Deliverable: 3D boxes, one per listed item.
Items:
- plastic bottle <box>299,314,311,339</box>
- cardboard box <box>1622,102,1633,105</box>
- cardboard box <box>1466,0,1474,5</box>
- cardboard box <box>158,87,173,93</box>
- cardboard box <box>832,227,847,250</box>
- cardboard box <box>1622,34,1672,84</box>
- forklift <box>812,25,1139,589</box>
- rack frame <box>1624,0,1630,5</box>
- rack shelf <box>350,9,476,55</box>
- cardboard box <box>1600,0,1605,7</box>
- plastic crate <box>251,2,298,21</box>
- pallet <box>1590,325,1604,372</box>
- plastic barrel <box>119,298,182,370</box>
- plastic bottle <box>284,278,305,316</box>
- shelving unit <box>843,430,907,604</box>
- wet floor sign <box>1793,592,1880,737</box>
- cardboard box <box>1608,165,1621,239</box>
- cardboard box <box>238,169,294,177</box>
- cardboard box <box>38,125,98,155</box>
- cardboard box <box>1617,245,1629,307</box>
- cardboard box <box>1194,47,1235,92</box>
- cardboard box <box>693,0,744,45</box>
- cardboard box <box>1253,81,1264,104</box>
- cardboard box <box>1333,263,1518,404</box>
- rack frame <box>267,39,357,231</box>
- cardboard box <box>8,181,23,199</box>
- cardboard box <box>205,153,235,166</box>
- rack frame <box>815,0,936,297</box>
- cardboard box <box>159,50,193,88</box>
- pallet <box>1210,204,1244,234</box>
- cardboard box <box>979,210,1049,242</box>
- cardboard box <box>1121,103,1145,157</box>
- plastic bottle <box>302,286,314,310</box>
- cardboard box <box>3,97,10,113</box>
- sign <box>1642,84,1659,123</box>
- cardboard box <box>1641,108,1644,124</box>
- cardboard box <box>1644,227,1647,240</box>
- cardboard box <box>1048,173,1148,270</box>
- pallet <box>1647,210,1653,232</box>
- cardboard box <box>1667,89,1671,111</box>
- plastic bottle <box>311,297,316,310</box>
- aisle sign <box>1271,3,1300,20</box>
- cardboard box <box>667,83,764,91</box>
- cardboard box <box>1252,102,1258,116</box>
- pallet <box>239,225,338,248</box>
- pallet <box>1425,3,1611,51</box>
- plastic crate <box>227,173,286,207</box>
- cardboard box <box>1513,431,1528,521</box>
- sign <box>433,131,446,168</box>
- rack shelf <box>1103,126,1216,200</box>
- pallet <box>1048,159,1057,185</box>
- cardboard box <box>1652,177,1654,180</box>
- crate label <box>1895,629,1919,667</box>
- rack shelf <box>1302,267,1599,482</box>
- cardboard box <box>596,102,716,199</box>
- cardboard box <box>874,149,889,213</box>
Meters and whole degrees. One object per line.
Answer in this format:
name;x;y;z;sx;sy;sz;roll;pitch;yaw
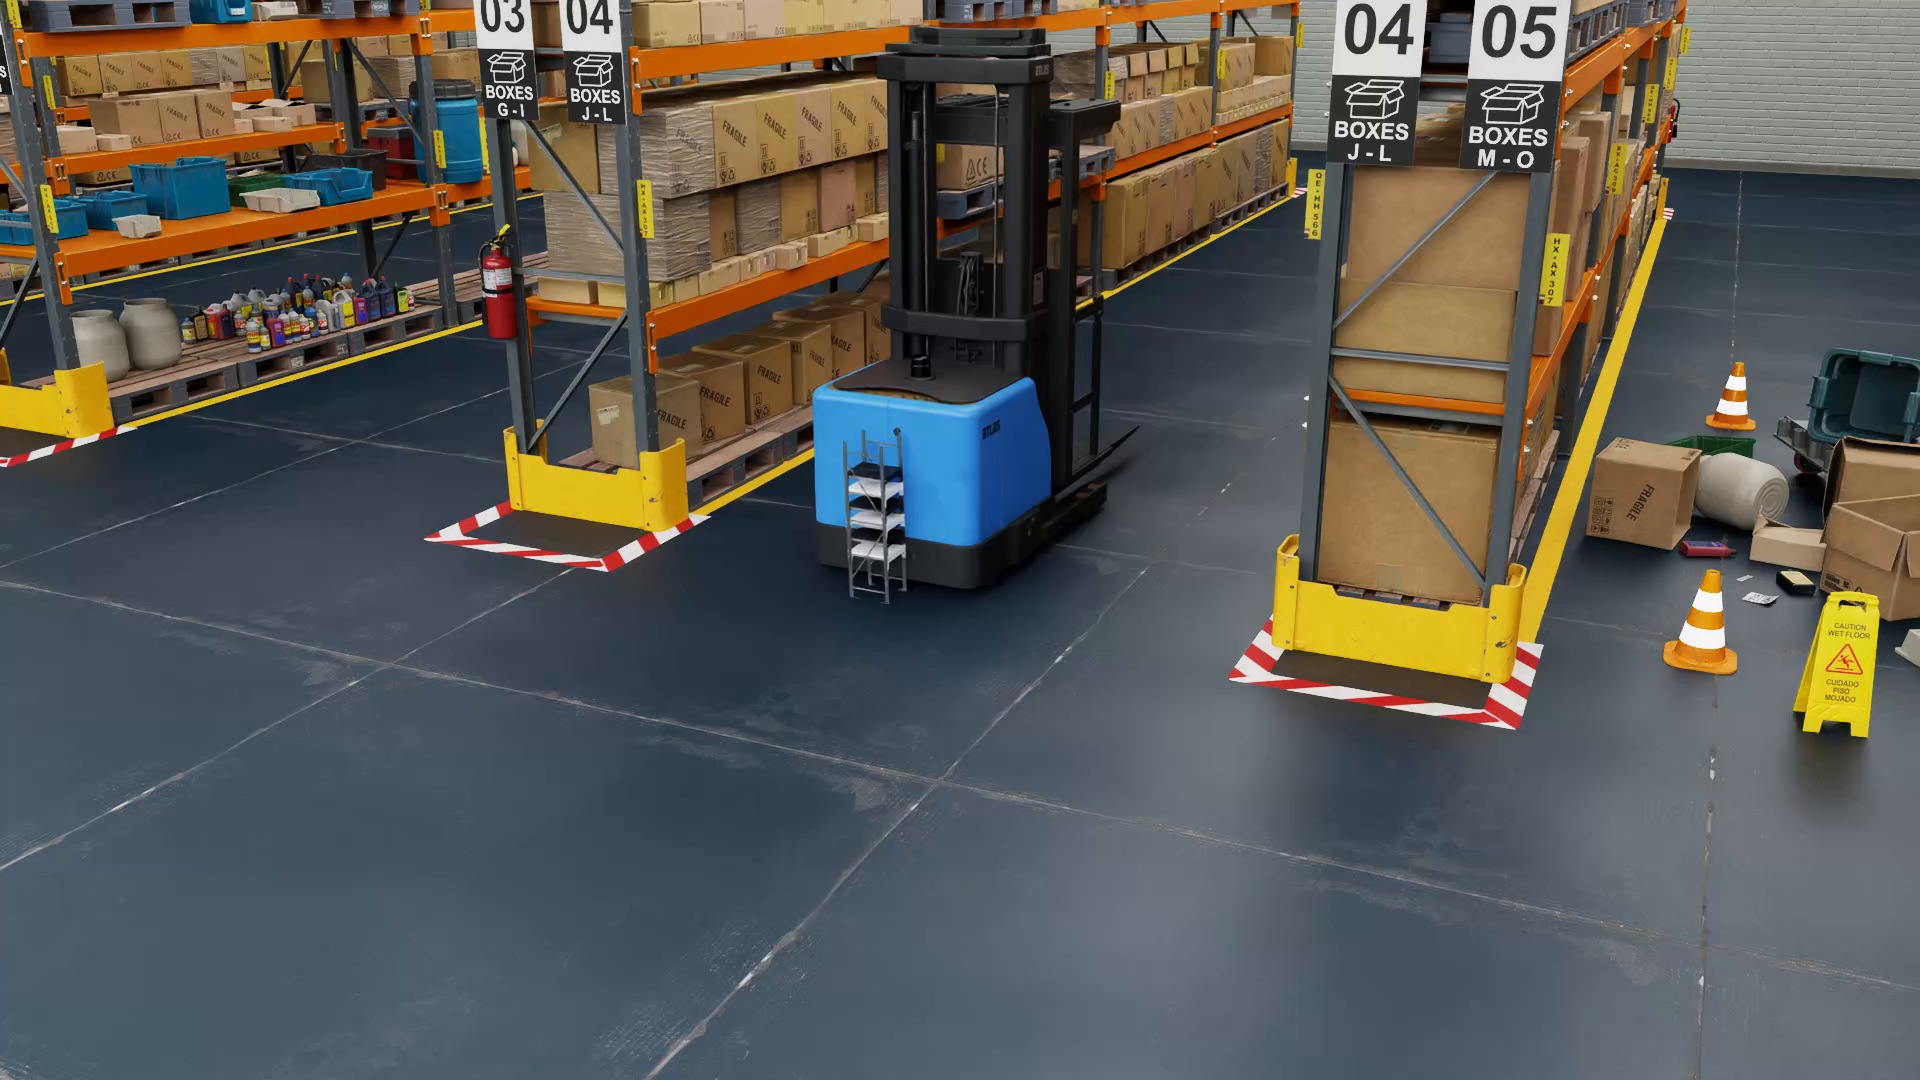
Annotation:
plastic bottle;-5.572;-1.811;14.103;0.097;0.201;0.097;0;20;0
cardboard box;6.253;-4.094;15.865;0.380;0.149;0.250;10;22;25
cardboard box;2.529;-2.930;8.853;0.380;0.149;0.250;9;21;23
cardboard box;-11.619;-6.480;24.058;0.380;0.149;0.250;9;21;23
cardboard box;-1.041;-2.188;12.020;0.380;0.149;0.250;9;21;23
cardboard box;7.502;-5.285;18.267;0.500;0.500;0.500;9;22;24
forklift;0.277;-1.569;10.008;1.130;2.935;3.031;9;22;25
rack frame;3.819;-4.903;10.325;1.000;3.000;0.127;9;21;23
rack shelf;-4.364;-5.153;16.579;1.077;0.370;4.000;9;21;23
cardboard box;3.131;-2.840;8.601;0.380;0.149;0.250;8;21;22
plastic crate;-5.471;-4.210;13.248;0.243;0.136;0.396;9;21;23
pallet;5.066;-1.755;14.588;1.003;0.211;1.213;9;21;23
plastic barrel;-6.416;-1.635;13.176;0.421;0.512;0.421;0;20;0
plastic bottle;-5.969;-2.179;14.916;0.144;0.351;0.185;8;21;20
shelving unit;-0.456;-0.122;8.956;0.258;0.900;0.210;9;24;24
wet floor sign;3.976;0.536;7.498;0.267;0.644;0.232;5;20;13
cardboard box;4.693;-2.554;12.525;0.500;0.500;0.500;8;21;22
cardboard box;-8.545;-4.418;20.554;0.500;0.311;0.500;9;22;25
cardboard box;-9.539;-4.234;17.622;0.500;0.250;0.500;10;22;26
cardboard box;5.980;-2.501;15.627;0.500;0.500;0.500;8;21;20
cardboard box;3.041;-5.768;20.370;0.500;0.500;0.500;9;21;23
cardboard box;-1.664;-3.178;10.176;0.500;0.250;0.500;8;21;21
cardboard box;3.667;-5.871;21.780;0.500;0.250;0.500;9;21;23
cardboard box;2.292;-1.044;8.204;0.875;0.550;0.550;9;21;23
rack frame;-8.062;-5.371;20.595;1.000;3.000;0.127;9;21;23
cardboard box;-12.831;-4.852;22.209;0.700;0.500;0.500;9;21;23
cardboard box;-11.454;-5.969;24.857;0.750;0.750;0.750;9;22;24
rack frame;-0.664;-2.788;13.331;1.000;3.000;0.127;9;21;23
cardboard box;-11.518;-6.830;24.075;0.500;0.500;0.500;9;22;24
pallet;2.994;-4.141;21.299;1.003;0.211;1.213;9;21;23
cardboard box;0.519;-3.021;15.942;0.500;0.250;0.500;11;22;29
cardboard box;1.630;-4.327;17.510;0.500;0.500;0.500;8;21;21
plastic bottle;-5.841;-2.139;14.921;0.097;0.271;0.097;0;20;0
cardboard box;-9.616;-4.388;16.715;0.380;0.149;0.250;9;21;23
sign;5.965;-3.770;14.364;0.100;0.325;0.005;9;21;23
cardboard box;6.794;-4.352;17.035;0.380;0.149;0.250;8;21;21
cardboard box;7.646;-3.525;19.032;0.380;0.149;0.250;9;22;24
cardboard box;1.275;-3.415;17.640;1.225;0.875;0.875;8;21;20
pallet;8.337;-4.164;21.363;1.003;0.211;1.213;9;21;23
cardboard box;8.156;-5.295;19.789;0.500;0.500;0.500;10;22;25
plastic bottle;-5.562;-1.966;14.419;0.061;0.283;0.133;9;21;23
aisle sign;4.553;-7.662;23.157;0.394;0.787;0.004;9;21;23
cardboard box;-1.684;-2.883;11.514;0.500;0.500;0.500;9;21;23
cardboard box;3.673;-5.637;21.716;0.380;0.149;0.250;8;21;21
pallet;-8.435;-3.811;20.369;1.003;0.211;1.213;9;21;23
pallet;2.974;-2.828;9.099;1.003;0.211;1.213;9;21;23
plastic crate;-5.996;-2.991;14.220;0.450;0.188;0.662;9;21;23
cardboard box;2.757;-0.536;9.544;0.875;0.875;0.875;8;21;22
sign;-4.686;-3.519;14.974;0.100;0.325;0.005;9;21;23
rack shelf;1.793;-4.283;18.609;1.077;0.370;4.000;9;21;23
pallet;0.200;-3.309;15.084;1.003;0.211;1.213;9;21;23
cardboard box;8.438;-4.447;20.737;0.380;0.149;0.250;8;21;21
crate label;4.851;0.538;8.252;0.250;0.136;0.298;-2;20;-5
rack shelf;3.000;-1.126;9.732;1.077;0.370;4.000;9;21;23
cardboard box;-1.828;-2.354;10.026;0.500;0.500;0.500;9;21;23
cardboard box;-0.905;-2.846;12.902;0.875;0.500;0.500;9;21;23
